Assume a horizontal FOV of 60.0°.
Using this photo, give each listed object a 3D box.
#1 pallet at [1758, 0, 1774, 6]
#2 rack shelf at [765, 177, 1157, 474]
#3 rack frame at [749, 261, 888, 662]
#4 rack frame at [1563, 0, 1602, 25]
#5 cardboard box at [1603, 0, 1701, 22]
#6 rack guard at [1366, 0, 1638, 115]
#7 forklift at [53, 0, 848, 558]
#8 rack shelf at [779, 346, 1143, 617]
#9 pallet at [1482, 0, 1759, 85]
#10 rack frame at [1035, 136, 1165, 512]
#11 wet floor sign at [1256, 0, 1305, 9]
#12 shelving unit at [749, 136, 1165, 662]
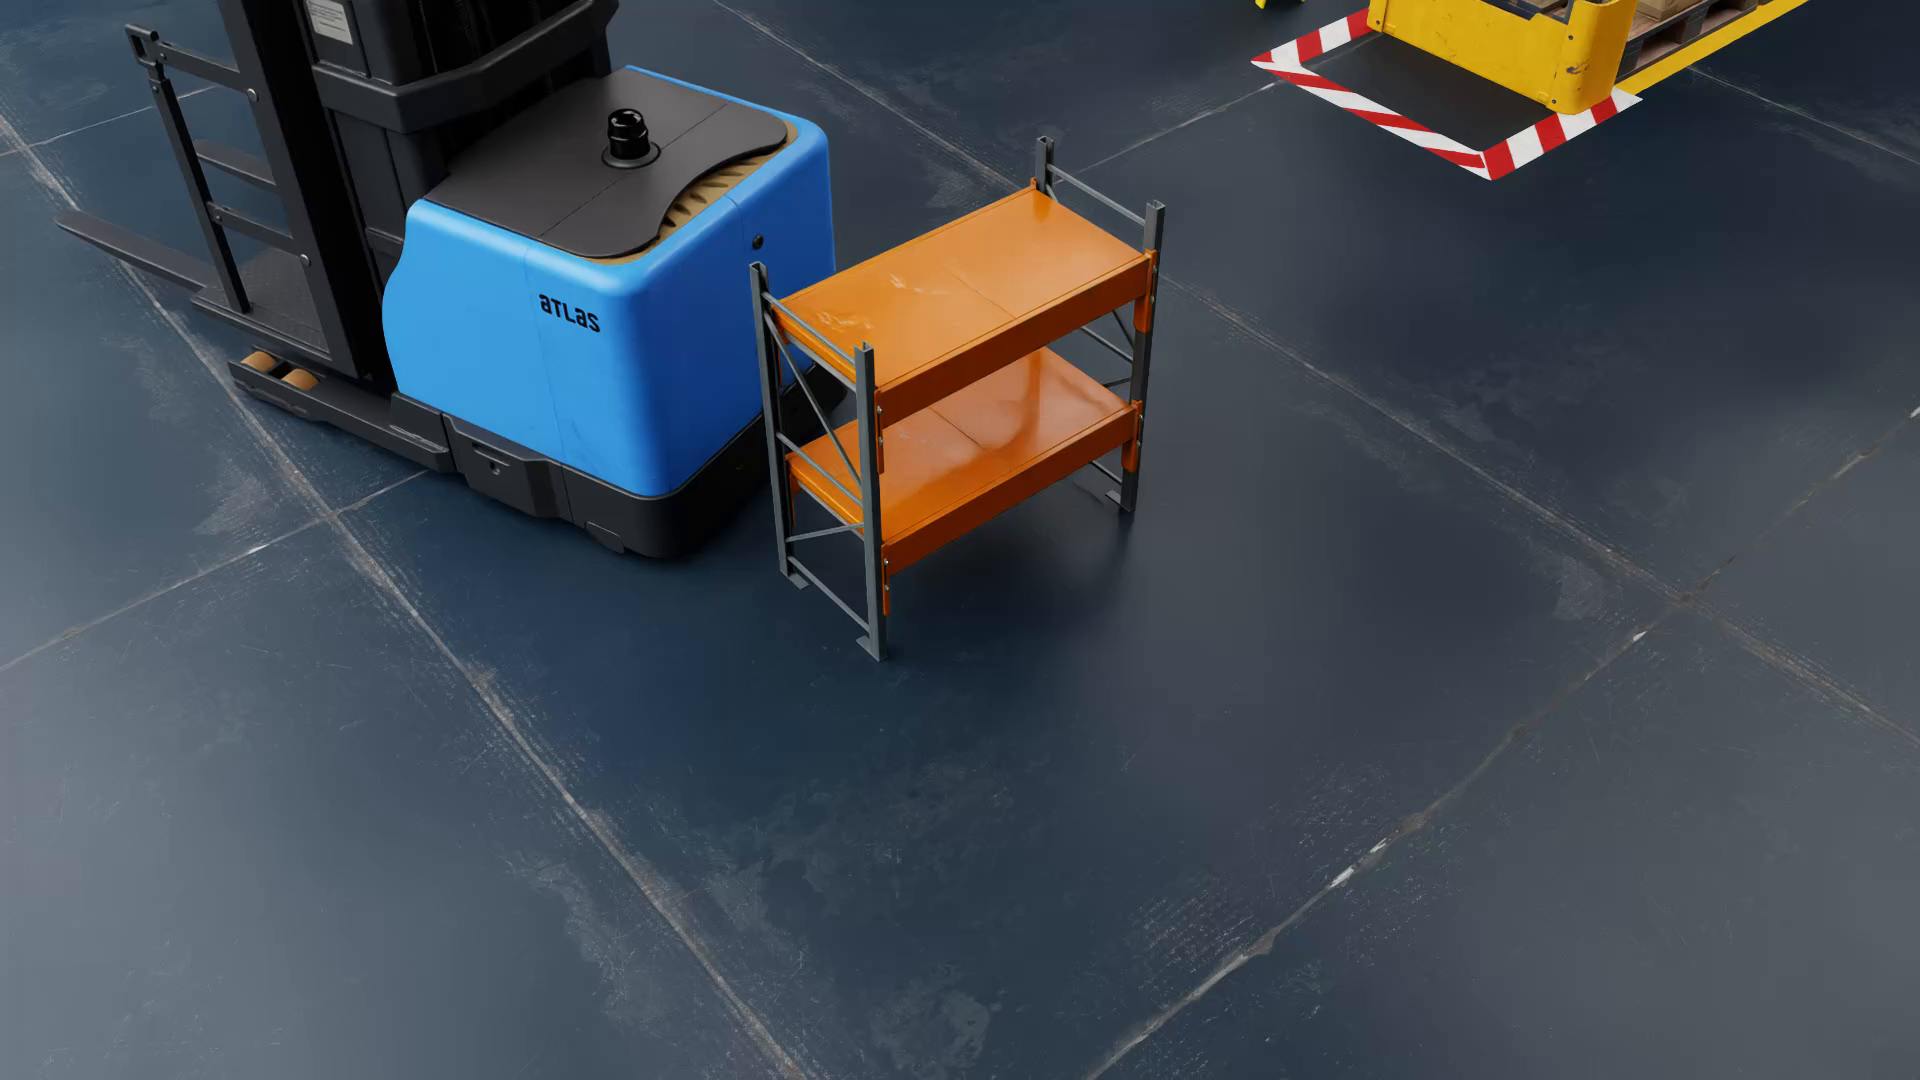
[{"bbox_3d":[3.978,-3.155,8.455,1.213,0.211,1.003,-30,51,-28],"label":"pallet"},{"bbox_3d":[0.005,-0.626,4.668,1.000,0.278,0.538,-30,51,-28],"label":"rack shelf"},{"bbox_3d":[-0.385,-0.190,4.630,0.032,1.125,0.500,-30,51,-28],"label":"rack frame"},{"bbox_3d":[2.339,-3.267,6.537,0.127,3.000,1.000,-30,51,-28],"label":"rack frame"},{"bbox_3d":[3.135,-2.627,7.558,0.500,0.250,0.500,-30,51,-28],"label":"cardboard box"},{"bbox_3d":[2.397,-2.389,7.429,0.348,0.500,1.175,-30,51,-28],"label":"rack guard"},{"bbox_3d":[-1.914,-1.772,4.996,3.031,2.935,1.130,22,48,22],"label":"forklift"},{"bbox_3d":[0.005,-0.235,5.035,1.000,0.278,0.538,-30,51,-28],"label":"rack shelf"},{"bbox_3d":[3.043,-2.622,7.888,1.213,0.211,1.003,-30,51,-28],"label":"pallet"},{"bbox_3d":[0.395,-0.636,5.106,0.032,1.125,0.500,-30,51,-28],"label":"rack frame"},{"bbox_3d":[1.507,-2.887,7.853,0.232,0.644,0.267,-14,45,-14],"label":"wet floor sign"},{"bbox_3d":[0.005,-0.413,4.868,1.048,1.125,0.538,-30,51,-28],"label":"shelving unit"}]
